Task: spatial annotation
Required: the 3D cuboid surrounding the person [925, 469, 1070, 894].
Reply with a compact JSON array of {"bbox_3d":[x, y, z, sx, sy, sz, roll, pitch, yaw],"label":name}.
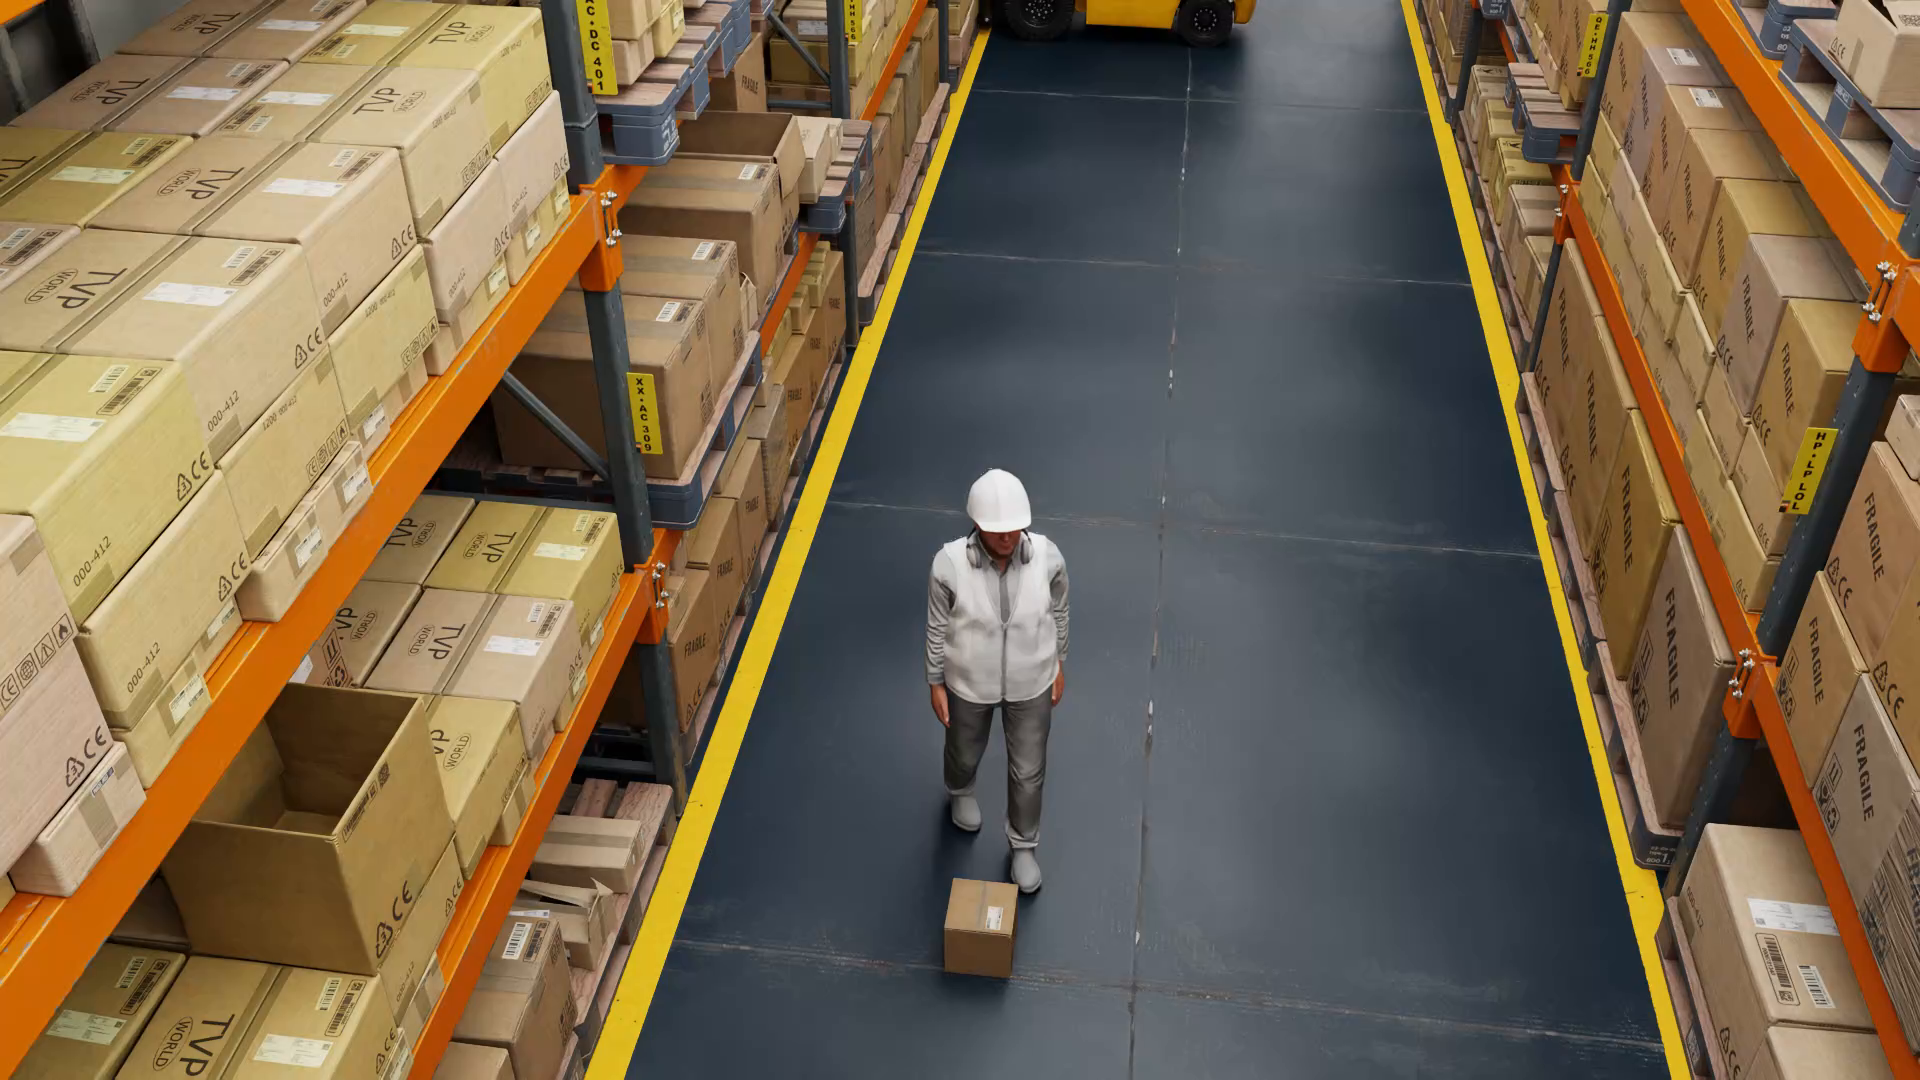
[{"bbox_3d":[0.144,0.516,6.292,0.550,1.775,0.652,-3,36,-4],"label":"person"}]
